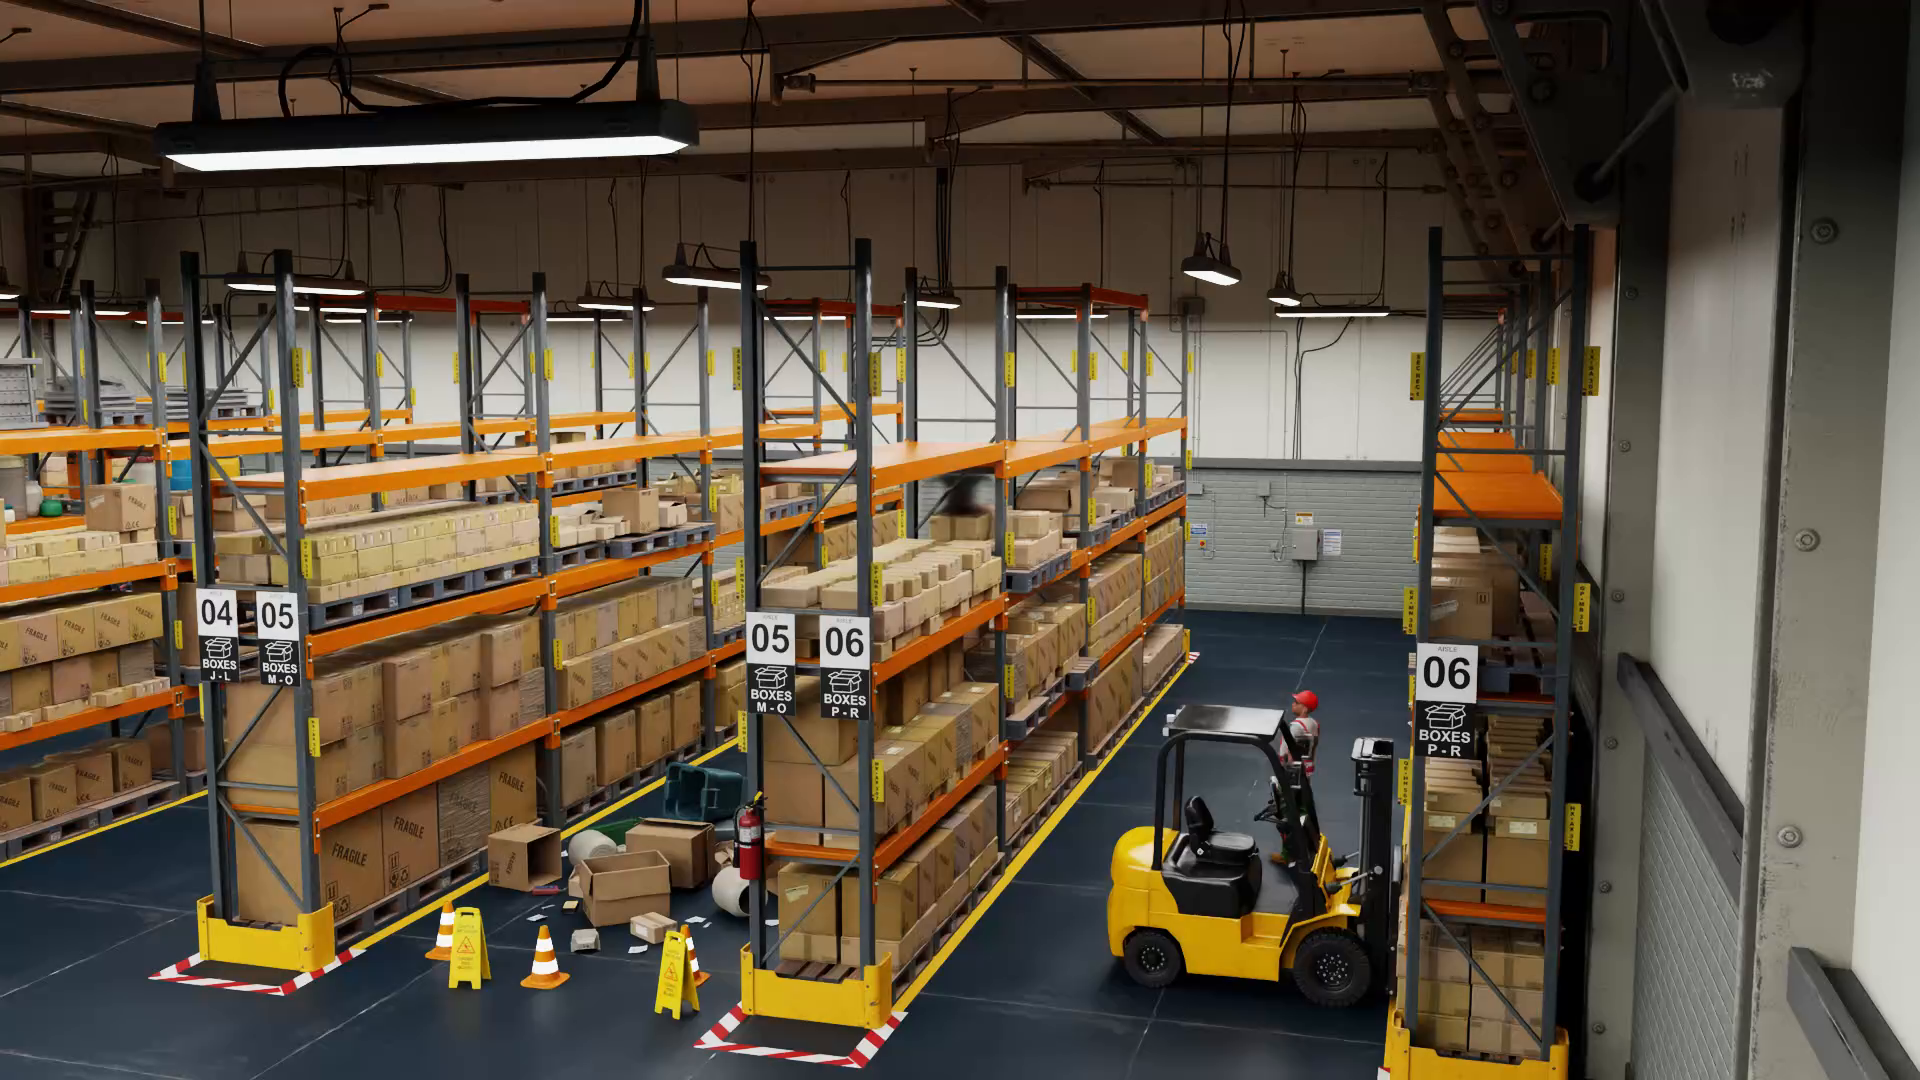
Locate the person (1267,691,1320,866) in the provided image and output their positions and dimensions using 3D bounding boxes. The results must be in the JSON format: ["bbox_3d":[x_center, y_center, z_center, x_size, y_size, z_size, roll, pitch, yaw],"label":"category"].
[{"bbox_3d":[3.372,2.412,16.852,0.626,1.794,0.448,-4,7,-30],"label":"person"}]

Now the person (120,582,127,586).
[{"bbox_3d":[-14.051,1.123,28.442,0.733,1.717,1.058,2,7,14],"label":"person"}]
